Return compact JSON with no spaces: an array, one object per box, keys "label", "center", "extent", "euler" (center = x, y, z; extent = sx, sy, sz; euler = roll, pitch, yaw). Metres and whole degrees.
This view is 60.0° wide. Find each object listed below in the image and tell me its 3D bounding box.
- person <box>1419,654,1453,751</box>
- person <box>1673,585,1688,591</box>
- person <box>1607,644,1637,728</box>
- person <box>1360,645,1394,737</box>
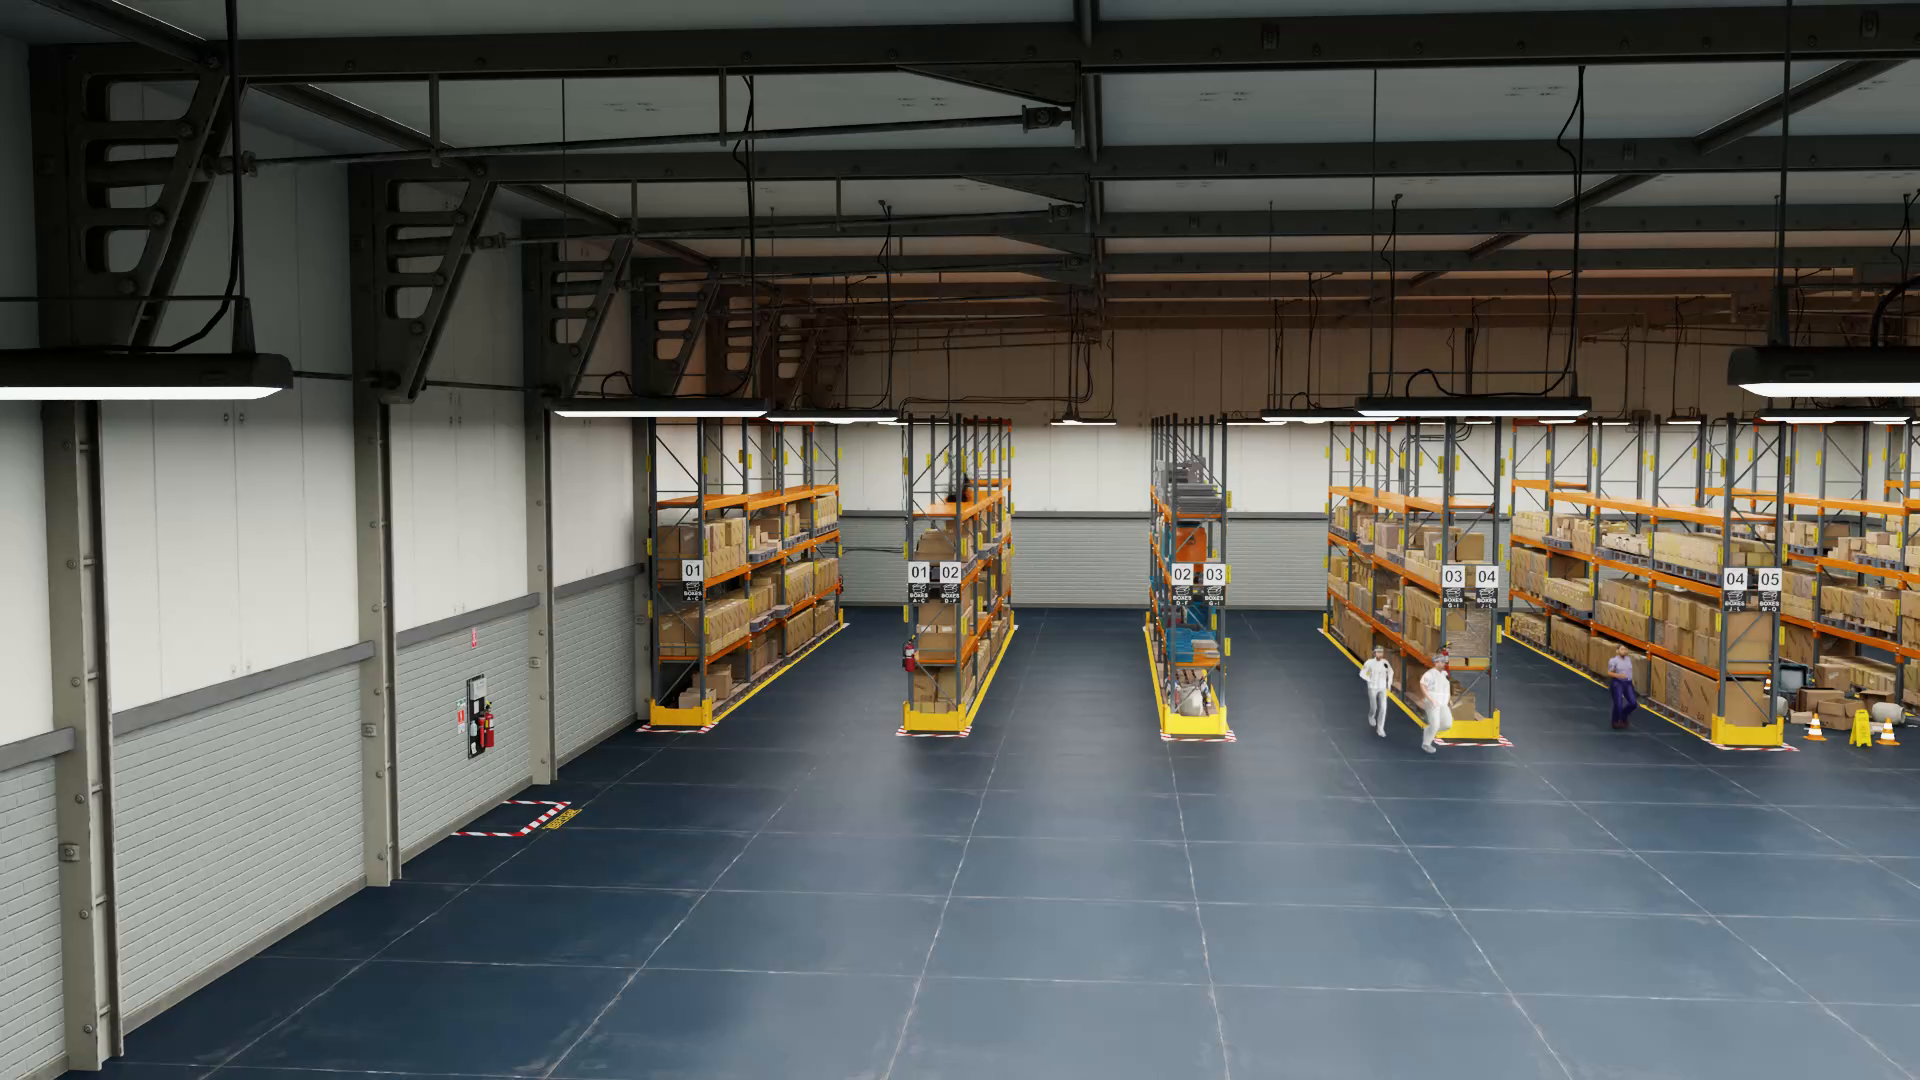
[{"label":"person","center":[8.503,2.881,29.578],"extent":[0.709,1.704,0.553],"euler":[-2,4,-28]},{"label":"person","center":[20.398,1.689,47.067],"extent":[0.825,1.737,0.748],"euler":[1,4,11]},{"label":"person","center":[12.577,2.794,31.548],"extent":[0.555,1.606,0.576],"euler":[-1,4,-8]},{"label":"person","center":[7.831,2.800,31.221],"extent":[0.657,1.696,0.797],"euler":[0,4,2]}]
